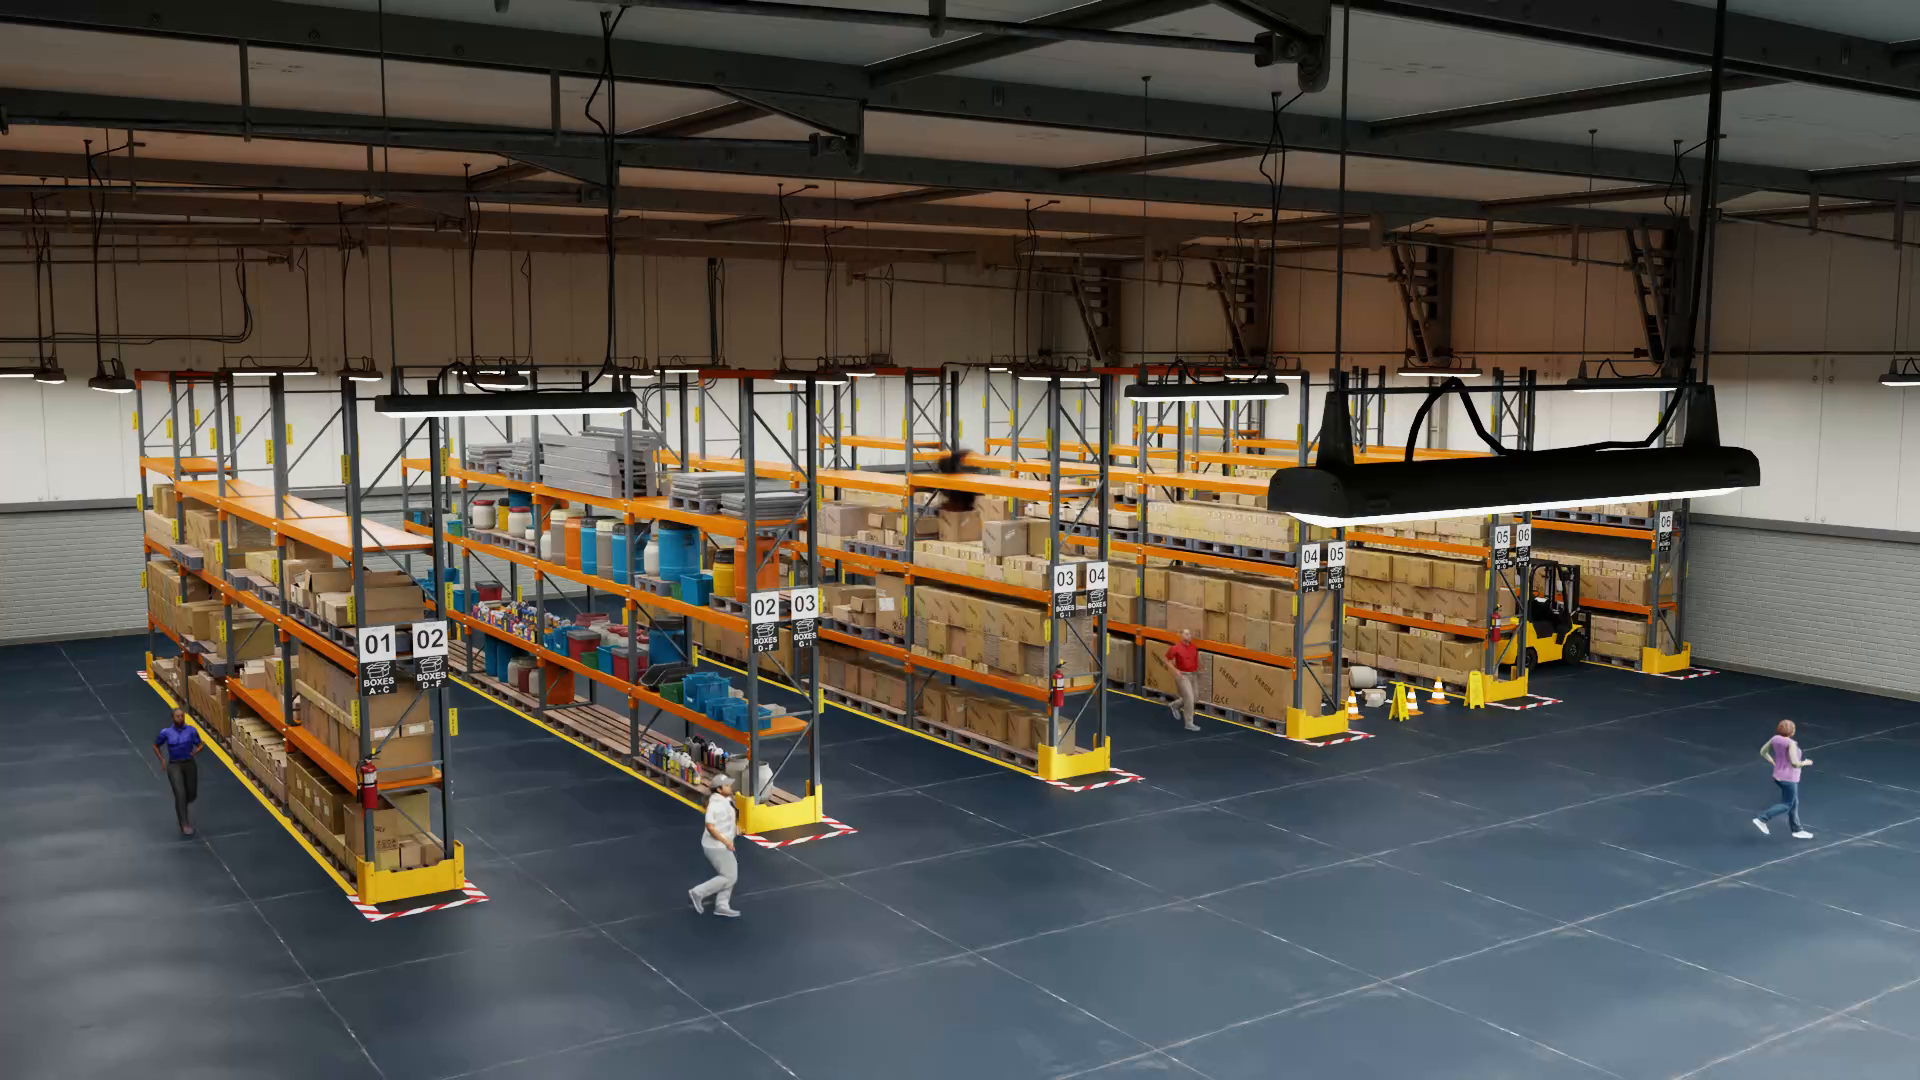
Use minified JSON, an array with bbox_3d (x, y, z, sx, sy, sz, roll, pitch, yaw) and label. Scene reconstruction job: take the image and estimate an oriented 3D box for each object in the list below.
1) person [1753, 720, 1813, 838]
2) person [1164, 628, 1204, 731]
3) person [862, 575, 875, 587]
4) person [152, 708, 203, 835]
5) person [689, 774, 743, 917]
[{"bbox_3d":[10.685,3.098,21.510,0.838,1.574,0.541,-1,6,-5],"label":"person"},{"bbox_3d":[3.780,2.327,28.056,0.675,1.688,0.830,-5,8,-37],"label":"person"},{"bbox_3d":[-2.302,0.728,41.967,0.592,1.718,0.715,3,7,25],"label":"person"},{"bbox_3d":[-10.346,3.028,22.067,0.587,1.627,0.871,-5,8,-38],"label":"person"},{"bbox_3d":[-2.743,3.432,18.677,0.603,1.644,0.603,-1,6,-7],"label":"person"}]
